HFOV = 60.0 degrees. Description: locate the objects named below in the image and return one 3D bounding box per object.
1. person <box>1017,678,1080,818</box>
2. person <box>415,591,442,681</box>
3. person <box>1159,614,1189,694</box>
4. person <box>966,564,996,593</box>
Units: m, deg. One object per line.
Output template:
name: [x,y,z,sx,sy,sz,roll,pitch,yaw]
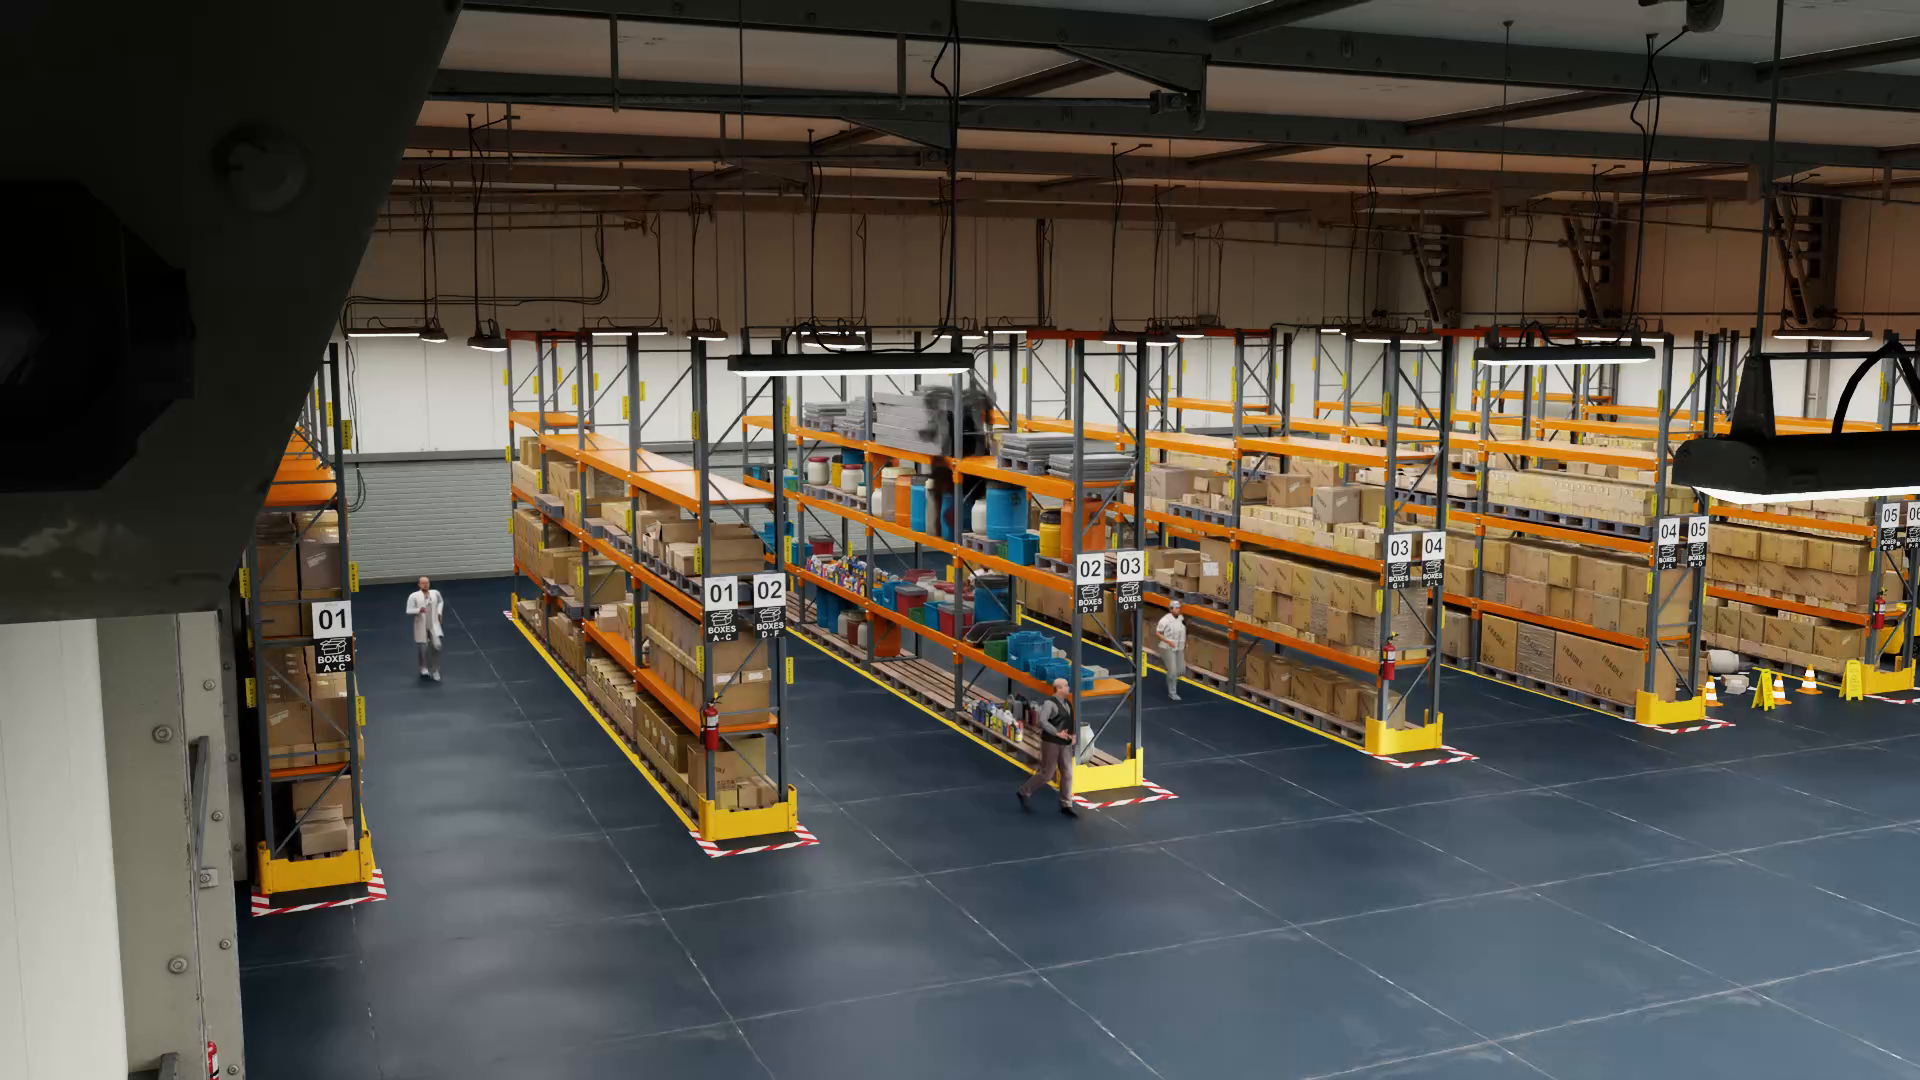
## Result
person: [1.238,2.609,21.176,0.879,1.707,0.696,5,9,35]
person: [-9.266,1.659,28.880,0.610,1.595,0.677,-4,9,-29]
person: [3.502,1.876,27.517,0.451,1.346,0.496,-4,9,-27]
person: [0.466,1.167,31.918,0.538,1.747,0.814,-5,9,-33]
